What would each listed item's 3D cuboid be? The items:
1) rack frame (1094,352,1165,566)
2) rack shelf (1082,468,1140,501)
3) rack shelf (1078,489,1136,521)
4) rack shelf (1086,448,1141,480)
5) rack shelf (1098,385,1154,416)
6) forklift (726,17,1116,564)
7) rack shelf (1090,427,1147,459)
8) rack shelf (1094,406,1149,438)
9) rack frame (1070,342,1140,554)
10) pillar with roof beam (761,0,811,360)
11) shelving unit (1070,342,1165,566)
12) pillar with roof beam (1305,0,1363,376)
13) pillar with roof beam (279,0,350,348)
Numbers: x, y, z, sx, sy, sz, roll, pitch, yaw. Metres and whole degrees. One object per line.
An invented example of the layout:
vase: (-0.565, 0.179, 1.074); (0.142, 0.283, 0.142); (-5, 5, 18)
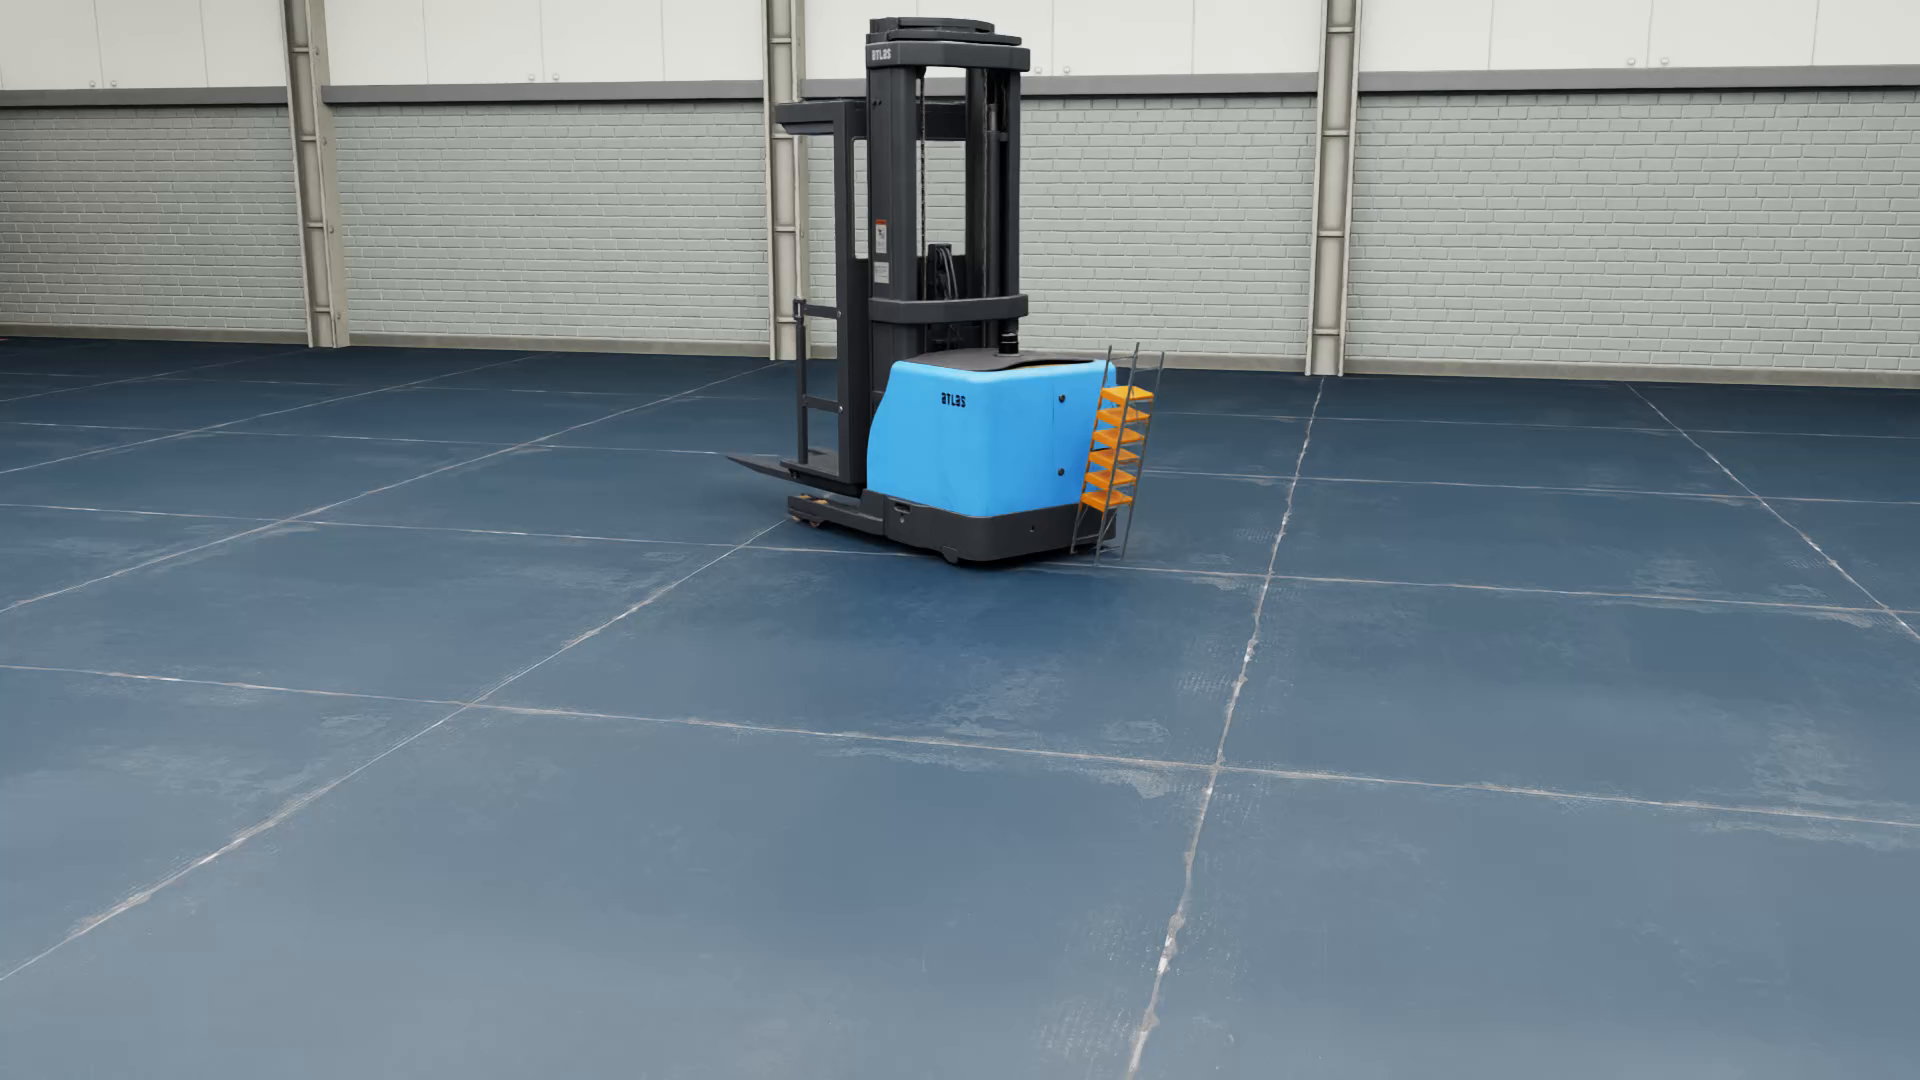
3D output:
rack frame: (0.909, -0.426, 8.946); (0.240, 1.200, 0.006); (-11, 29, -42)
rack shelf: (0.824, -0.309, 9.066); (0.258, 0.103, 0.180); (-11, 29, -42)
rack shelf: (0.806, -0.199, 9.110); (0.258, 0.103, 0.180); (-11, 29, -42)
rack shelf: (0.841, -0.419, 9.022); (0.258, 0.103, 0.180); (-11, 29, -42)
rack shelf: (0.895, -0.750, 8.890); (0.258, 0.103, 0.180); (-11, 29, -42)
forklift: (-0.406, -1.567, 10.032); (1.130, 2.935, 3.031); (-9, 16, -36)
rack shelf: (0.859, -0.529, 8.978); (0.258, 0.103, 0.180); (-11, 29, -42)
rack shelf: (0.877, -0.640, 8.934); (0.258, 0.103, 0.180); (-11, 29, -42)
rack frame: (0.787, -0.493, 9.065); (0.240, 1.200, 0.006); (-11, 29, -42)
pillar with roof beam: (-2.976, -5.567, 14.051); (0.400, 9.000, 9.100); (3, 13, 14)
shelving unit: (0.848, -0.460, 9.006); (0.258, 1.200, 0.189); (-11, 29, -42)
pillar with roof beam: (2.849, -5.256, 12.648); (0.400, 9.000, 9.100); (3, 13, 14)
pillar with roof beam: (-8.801, -5.879, 15.454); (0.400, 9.000, 9.100); (3, 13, 14)
